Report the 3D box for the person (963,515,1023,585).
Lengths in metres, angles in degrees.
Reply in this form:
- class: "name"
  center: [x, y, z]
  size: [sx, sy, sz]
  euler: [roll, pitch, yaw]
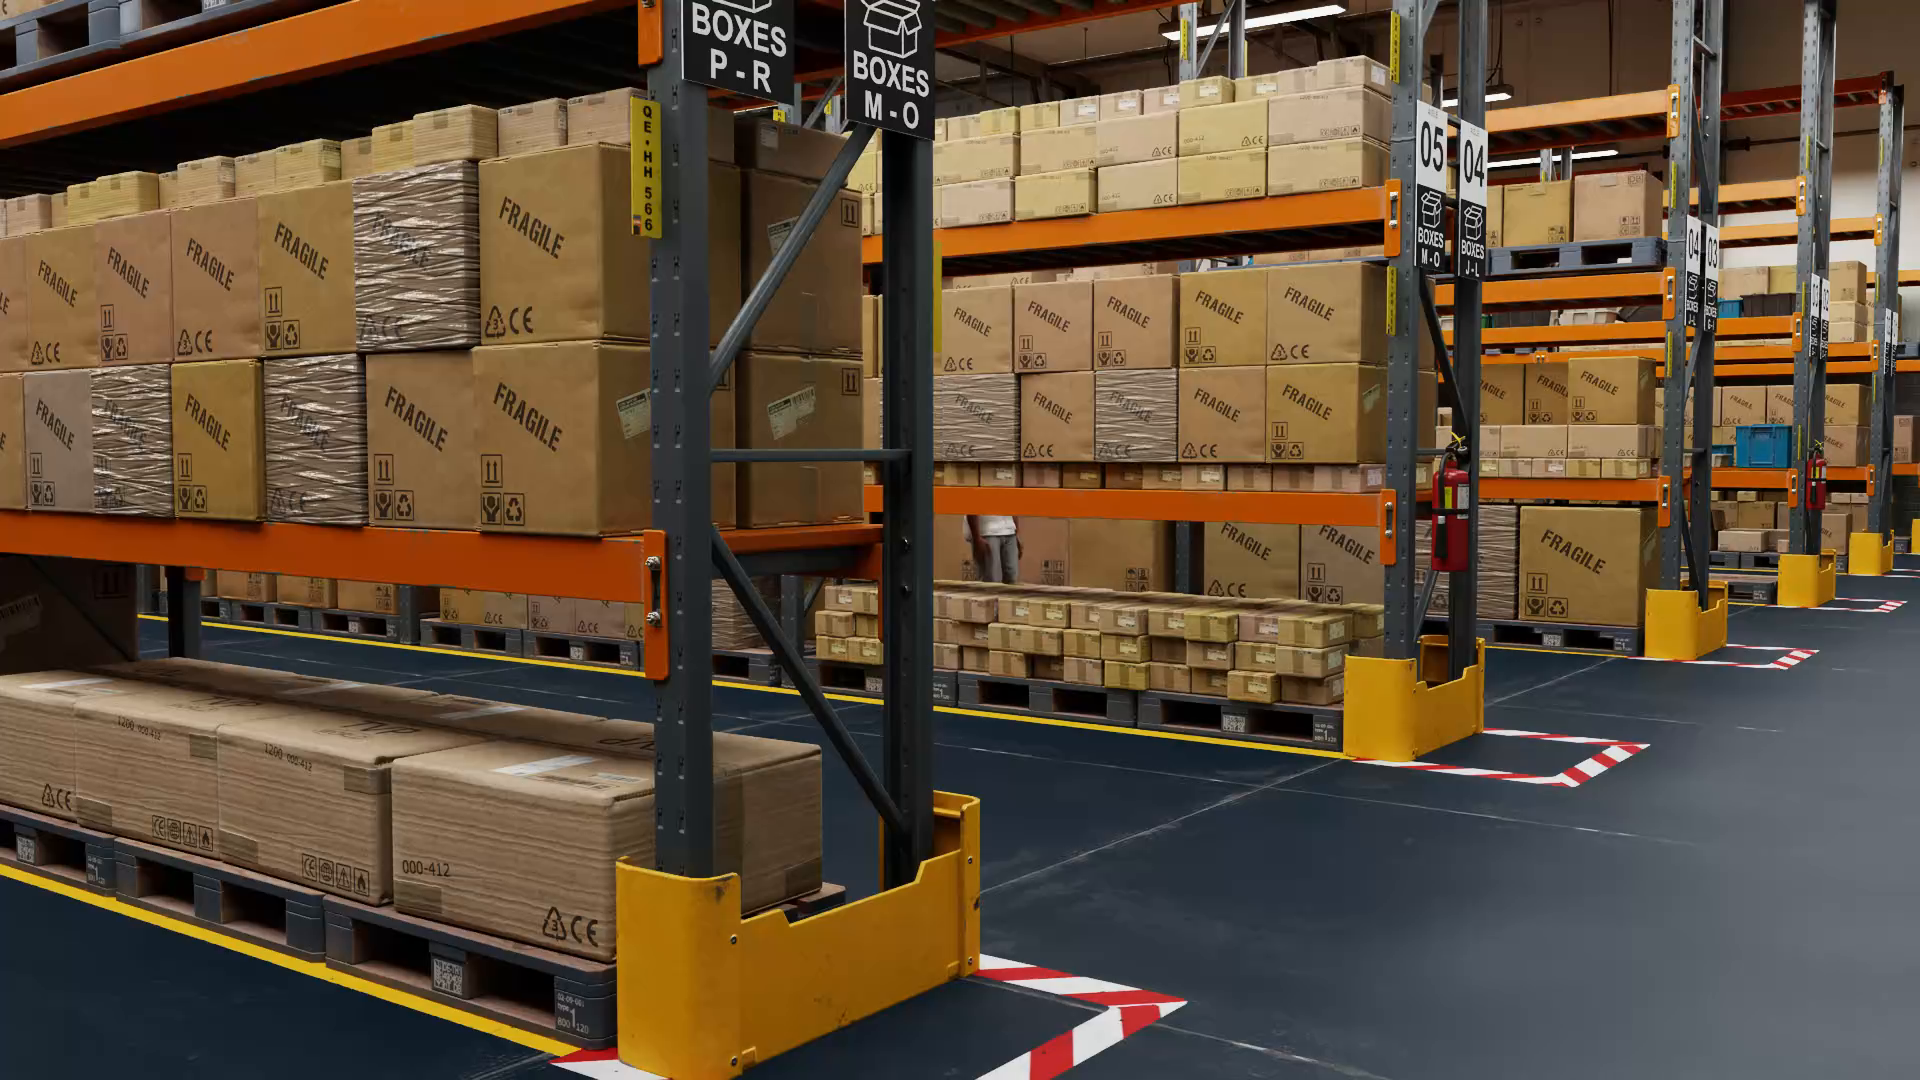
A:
- class: "person"
  center: [0.271, -0.015, 12.039]
  size: [0.461, 1.759, 0.621]
  euler: [2, 4, 34]
